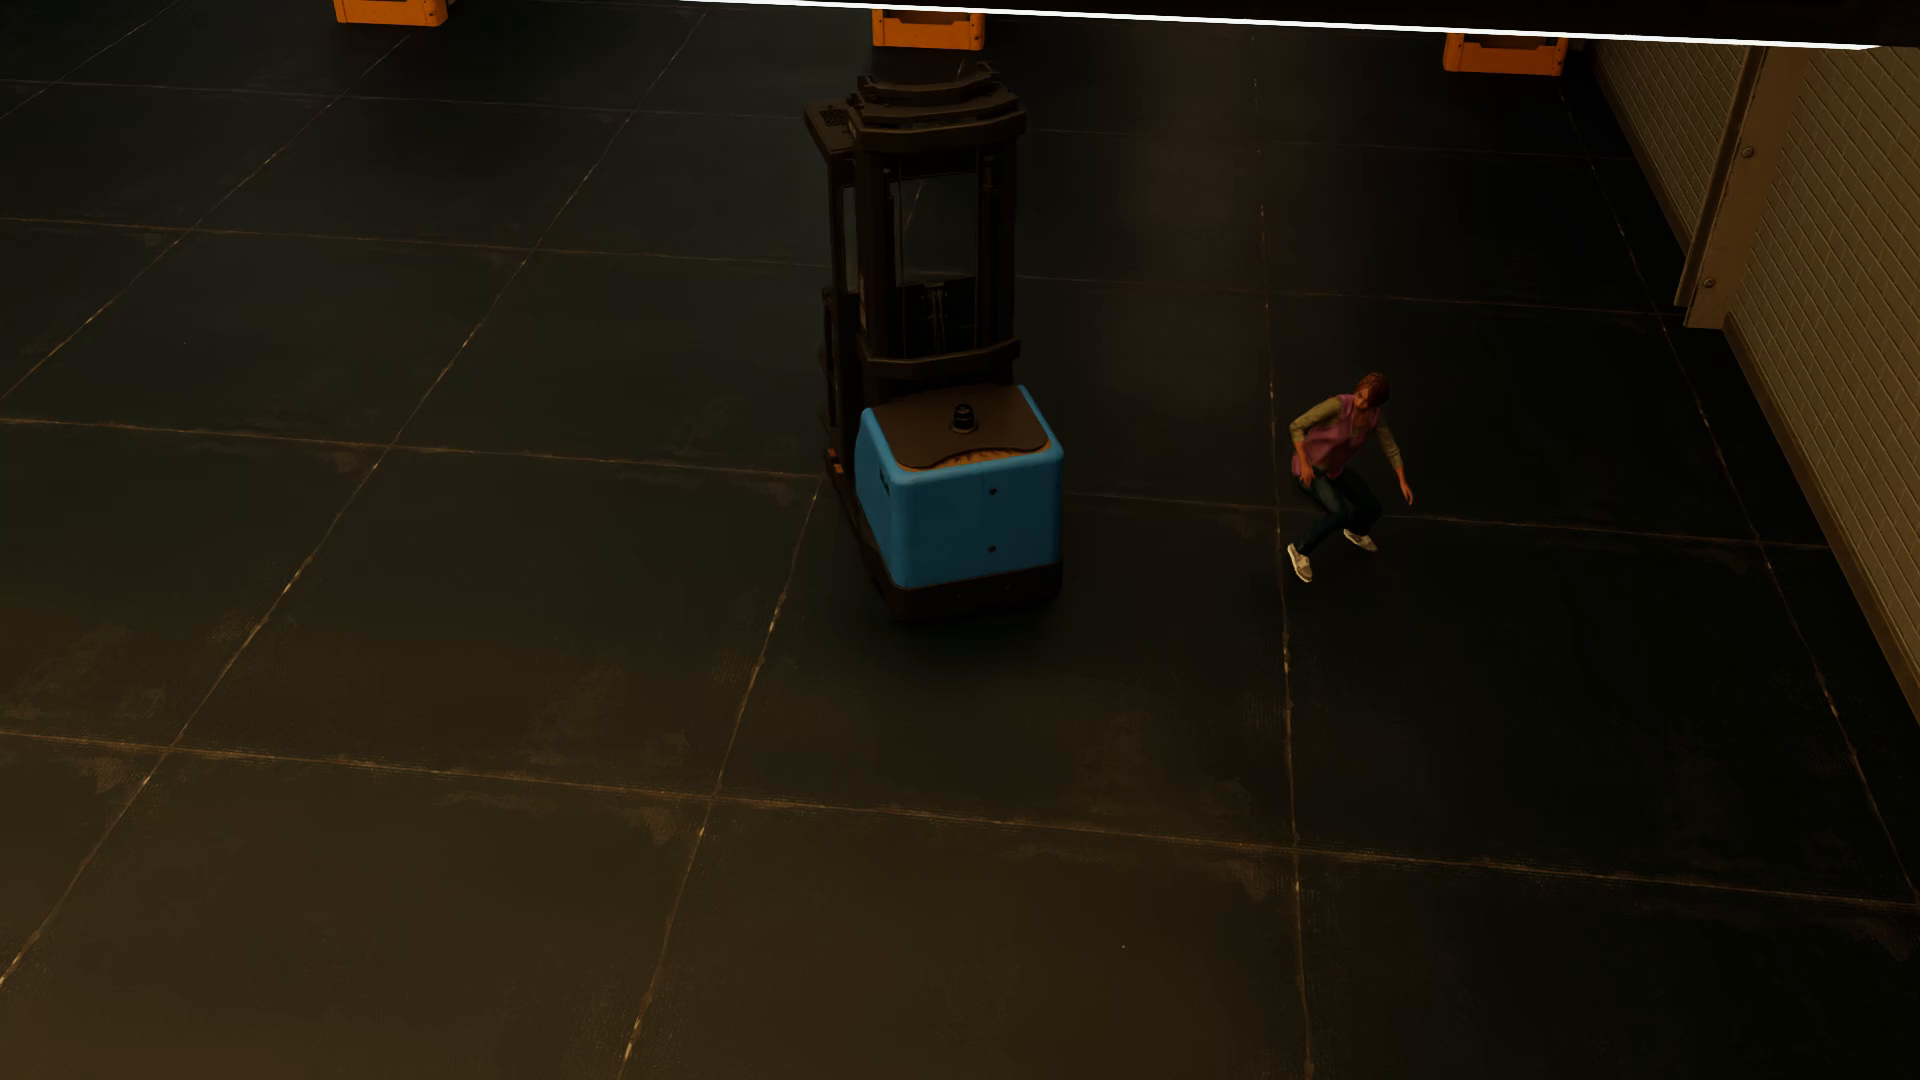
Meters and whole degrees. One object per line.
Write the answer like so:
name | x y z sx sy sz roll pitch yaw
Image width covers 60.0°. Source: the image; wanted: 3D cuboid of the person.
person | 3.019 -0.542 9.914 0.407 1.571 0.314 -4 37 -6

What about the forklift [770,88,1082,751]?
forklift | -0.191 -0.821 9.143 1.130 2.935 3.031 12 38 15
